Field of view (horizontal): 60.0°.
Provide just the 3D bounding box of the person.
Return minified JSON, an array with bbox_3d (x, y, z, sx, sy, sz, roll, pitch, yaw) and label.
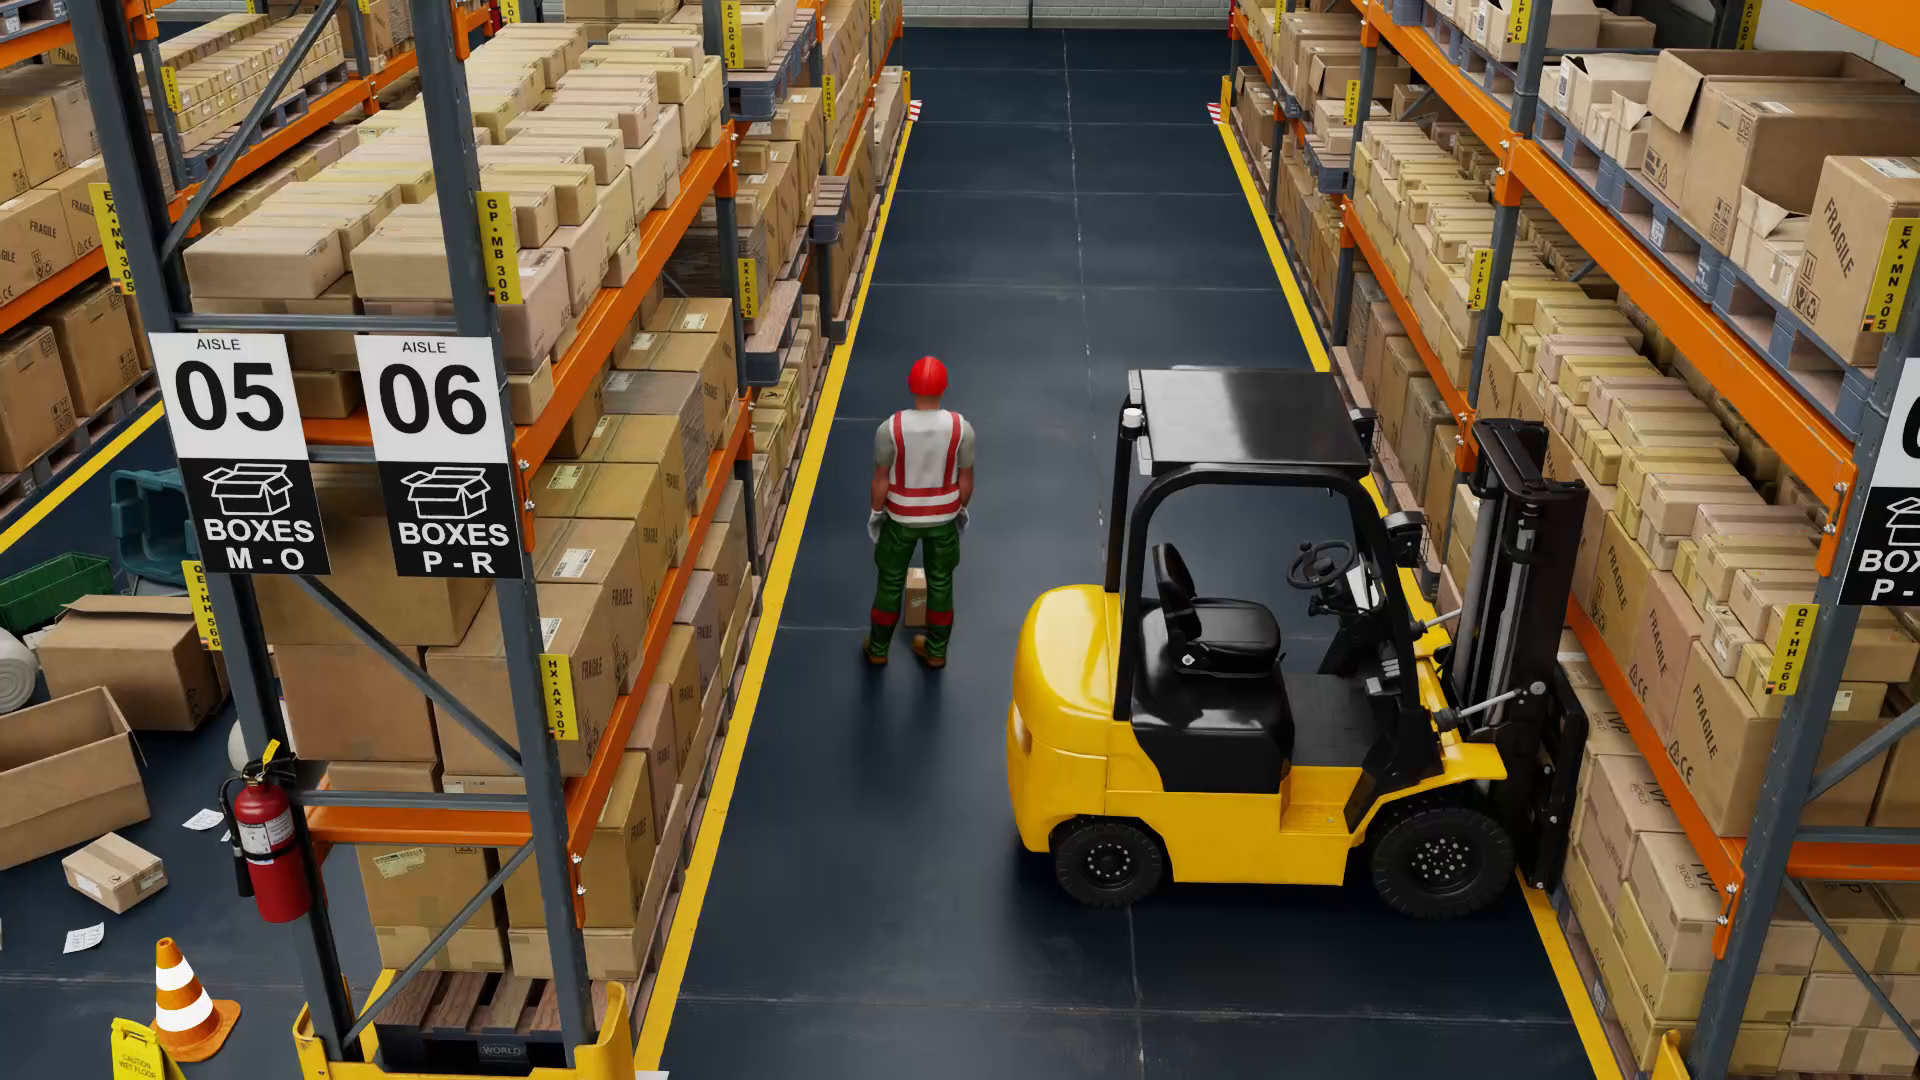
[{"bbox_3d":[-0.224,-0.150,8.845,0.598,1.794,0.401,-3,28,-6],"label":"person"}]
